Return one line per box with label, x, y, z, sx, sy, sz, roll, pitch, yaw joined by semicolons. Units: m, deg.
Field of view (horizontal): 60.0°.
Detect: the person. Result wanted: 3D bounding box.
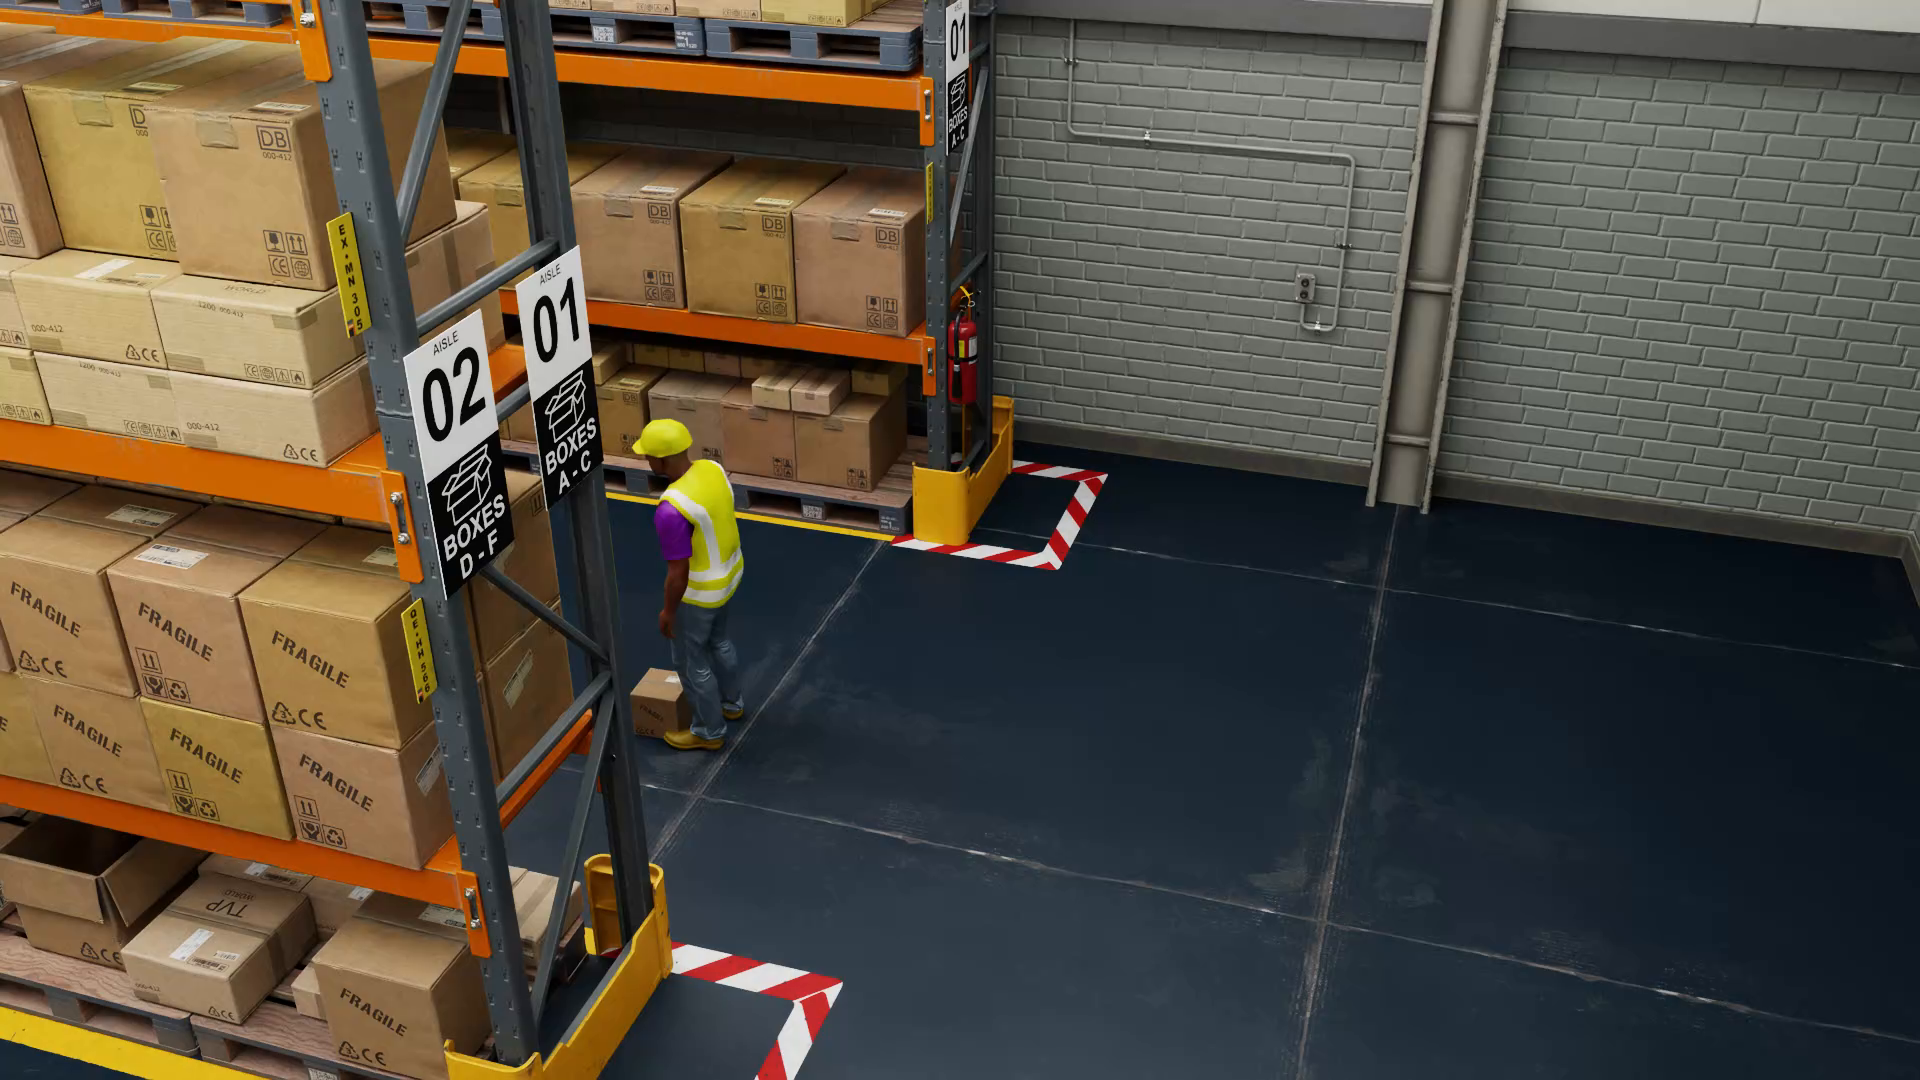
person;-1.299;0.211;8.110;0.463;1.760;0.631;8;30;14
